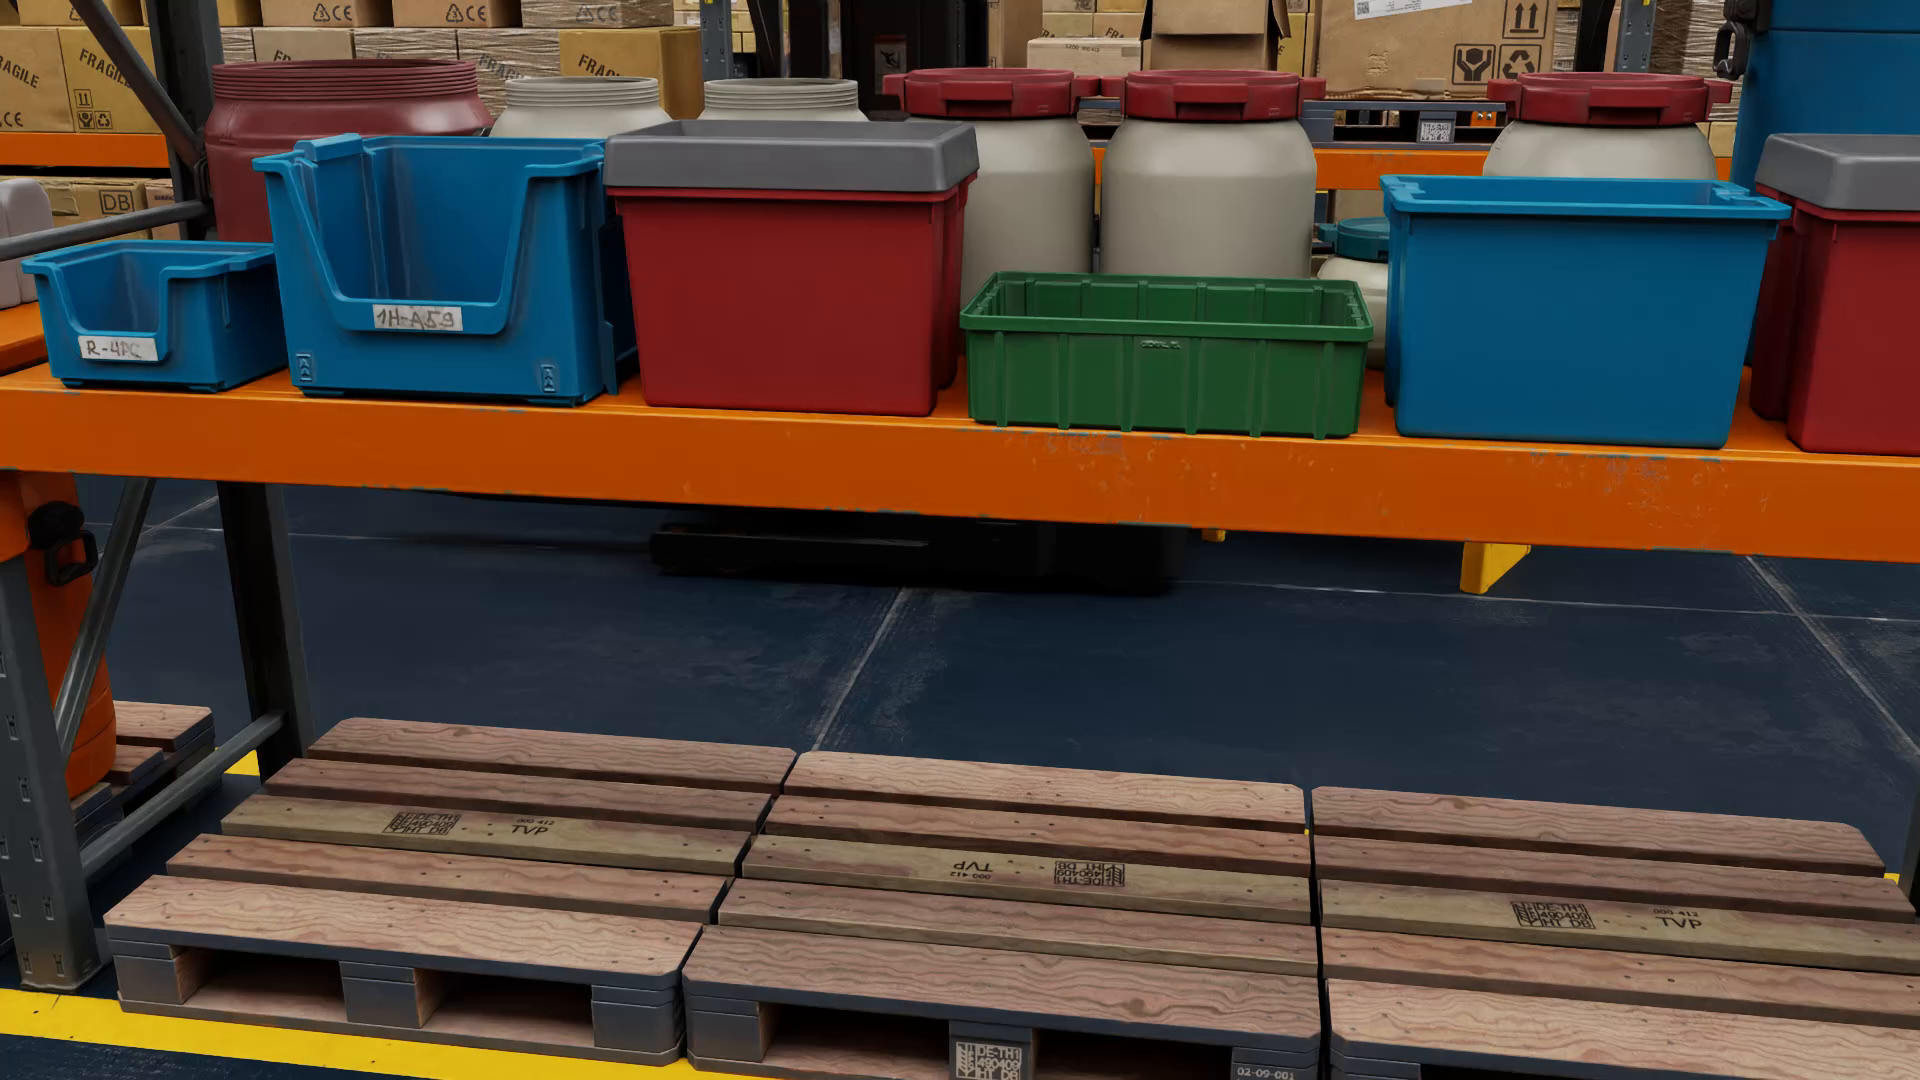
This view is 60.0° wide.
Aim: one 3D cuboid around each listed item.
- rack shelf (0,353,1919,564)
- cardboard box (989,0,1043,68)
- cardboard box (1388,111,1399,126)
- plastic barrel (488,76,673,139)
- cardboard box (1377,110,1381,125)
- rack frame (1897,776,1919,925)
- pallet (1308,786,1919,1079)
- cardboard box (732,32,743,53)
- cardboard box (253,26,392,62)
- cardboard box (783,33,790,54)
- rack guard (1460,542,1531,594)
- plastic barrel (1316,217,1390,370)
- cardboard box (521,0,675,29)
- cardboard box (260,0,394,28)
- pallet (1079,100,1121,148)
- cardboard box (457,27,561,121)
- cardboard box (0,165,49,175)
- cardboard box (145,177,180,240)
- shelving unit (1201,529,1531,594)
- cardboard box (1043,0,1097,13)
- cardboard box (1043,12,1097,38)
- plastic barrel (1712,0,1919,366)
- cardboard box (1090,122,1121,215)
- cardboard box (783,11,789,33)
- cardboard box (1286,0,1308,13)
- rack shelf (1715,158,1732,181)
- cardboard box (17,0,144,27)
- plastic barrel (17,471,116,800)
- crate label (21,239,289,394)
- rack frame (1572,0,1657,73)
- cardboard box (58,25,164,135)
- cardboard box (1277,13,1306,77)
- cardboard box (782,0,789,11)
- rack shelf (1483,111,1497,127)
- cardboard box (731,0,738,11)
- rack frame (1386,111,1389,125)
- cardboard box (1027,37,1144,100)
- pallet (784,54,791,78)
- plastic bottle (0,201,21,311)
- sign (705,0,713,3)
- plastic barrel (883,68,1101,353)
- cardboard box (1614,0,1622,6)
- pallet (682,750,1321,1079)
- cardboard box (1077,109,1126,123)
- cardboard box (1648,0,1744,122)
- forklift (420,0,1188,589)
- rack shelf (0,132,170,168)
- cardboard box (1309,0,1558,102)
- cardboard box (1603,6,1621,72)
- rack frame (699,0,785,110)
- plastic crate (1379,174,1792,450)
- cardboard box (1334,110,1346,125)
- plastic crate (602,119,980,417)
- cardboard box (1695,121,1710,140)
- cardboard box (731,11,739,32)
[{"bbox_3d":[0.149,-0.191,3.282,4.000,0.370,1.077,3,19,9],"label":"rack shelf"},{"bbox_3d":[0.066,-2.420,7.989,0.500,0.500,0.700,6,19,17],"label":"cardboard box"},{"bbox_3d":[4.228,-3.703,15.389,0.500,0.500,0.500,3,19,9],"label":"cardboard box"},{"bbox_3d":[-0.776,-0.701,3.496,0.421,0.512,0.421,0,18,0],"label":"plastic barrel"},{"bbox_3d":[5.776,-5.578,21.917,0.500,0.250,0.500,3,19,9],"label":"cardboard box"},{"bbox_3d":[2.123,-0.432,2.867,0.127,3.000,1.000,3,19,9],"label":"rack frame"},{"bbox_3d":[1.342,0.863,3.391,1.213,0.211,1.003,3,19,9],"label":"pallet"},{"bbox_3d":[-1.724,-3.747,12.509,0.250,0.149,0.380,2,19,6],"label":"cardboard box"},{"bbox_3d":[-3.074,-2.258,8.165,0.500,0.500,0.500,3,19,10],"label":"cardboard box"},{"bbox_3d":[-1.213,-3.720,12.429,0.250,0.149,0.380,3,19,10],"label":"cardboard box"},{"bbox_3d":[1.930,-0.013,5.947,0.087,0.250,0.587,12,22,32],"label":"rack guard"},{"bbox_3d":[0.841,-0.481,3.231,0.301,0.262,0.301,0,18,0],"label":"plastic barrel"},{"bbox_3d":[-1.760,-2.750,8.056,0.637,0.503,0.797,4,19,11],"label":"cardboard box"},{"bbox_3d":[-3.066,-2.815,8.251,0.637,0.503,0.797,4,19,10],"label":"cardboard box"},{"bbox_3d":[0.921,-2.007,7.877,1.213,0.211,1.003,3,19,9],"label":"pallet"},{"bbox_3d":[-2.058,-2.207,8.013,0.500,0.500,0.500,3,19,8],"label":"cardboard box"},{"bbox_3d":[-5.629,-1.636,9.152,0.875,0.875,0.875,3,19,9],"label":"cardboard box"},{"bbox_3d":[-3.472,-1.507,8.767,0.875,0.875,1.225,2,19,7],"label":"cardboard box"},{"bbox_3d":[1.519,-0.695,6.016,1.083,1.500,0.587,12,22,32],"label":"shelving unit"},{"bbox_3d":[0.787,-4.205,12.409,0.500,0.500,0.700,3,19,8],"label":"cardboard box"},{"bbox_3d":[0.749,-3.649,12.325,0.500,0.500,0.500,3,19,8],"label":"cardboard box"},{"bbox_3d":[1.790,-0.784,3.129,0.708,0.901,0.600,3,19,9],"label":"plastic barrel"},{"bbox_3d":[1.297,-2.764,12.721,0.750,0.750,1.050,3,19,9],"label":"cardboard box"},{"bbox_3d":[-1.238,-3.862,12.385,0.250,0.149,0.380,3,19,10],"label":"cardboard box"},{"bbox_3d":[2.297,-4.128,12.180,0.500,0.500,0.700,3,19,9],"label":"cardboard box"},{"bbox_3d":[4.884,-1.542,7.318,4.000,0.370,1.077,3,19,9],"label":"rack shelf"},{"bbox_3d":[-4.358,-2.880,8.444,0.637,0.503,0.797,2,19,7],"label":"cardboard box"},{"bbox_3d":[-2.312,0.177,3.804,0.708,0.830,0.600,3,19,9],"label":"plastic barrel"},{"bbox_3d":[-1.469,-0.415,3.081,0.416,0.233,0.303,3,19,9],"label":"crate label"},{"bbox_3d":[2.909,-1.984,7.504,0.127,3.000,1.000,3,19,9],"label":"rack frame"},{"bbox_3d":[-4.079,-2.307,8.314,0.500,0.500,0.500,3,19,9],"label":"cardboard box"},{"bbox_3d":[2.240,-3.573,12.098,0.500,0.500,0.500,3,19,9],"label":"cardboard box"},{"bbox_3d":[-1.217,-4.003,12.337,0.250,0.149,0.380,4,19,10],"label":"cardboard box"},{"bbox_3d":[5.770,-3.091,11.947,4.000,0.370,1.077,3,19,9],"label":"rack shelf"},{"bbox_3d":[-1.718,-4.030,12.416,0.250,0.149,0.380,3,19,9],"label":"cardboard box"},{"bbox_3d":[4.481,-5.088,16.783,0.127,3.000,1.000,3,19,9],"label":"rack frame"},{"bbox_3d":[0.578,-2.157,7.596,0.500,0.250,0.500,2,19,7],"label":"cardboard box"},{"bbox_3d":[-0.874,-3.645,12.773,1.003,0.211,1.213,3,19,9],"label":"pallet"},{"bbox_3d":[-2.226,-0.650,3.713,0.135,0.276,0.152,3,19,9],"label":"plastic bottle"},{"bbox_3d":[-1.125,-2.560,7.402,0.005,0.325,0.100,3,19,9],"label":"sign"},{"bbox_3d":[0.062,-0.672,3.370,0.433,0.535,0.433,0,18,0],"label":"plastic barrel"},{"bbox_3d":[4.716,-4.095,11.877,0.550,0.550,0.875,3,19,9],"label":"cardboard box"},{"bbox_3d":[0.134,0.802,3.572,1.213,0.211,1.003,3,19,9],"label":"pallet"},{"bbox_3d":[1.929,-5.882,22.237,0.625,0.625,0.875,4,19,10],"label":"cardboard box"},{"bbox_3d":[3.343,-2.130,7.316,0.500,0.500,0.875,3,19,9],"label":"cardboard box"},{"bbox_3d":[-0.655,-1.423,5.938,3.031,2.935,1.130,3,19,9],"label":"forklift"},{"bbox_3d":[-3.015,-1.944,8.521,4.000,0.370,1.077,3,19,9],"label":"rack shelf"},{"bbox_3d":[2.147,-2.551,7.593,1.000,1.000,1.000,3,19,9],"label":"cardboard box"},{"bbox_3d":[4.708,-3.568,12.004,0.550,0.550,0.875,3,19,9],"label":"cardboard box"},{"bbox_3d":[-1.040,-2.185,8.106,0.127,3.000,1.000,3,19,9],"label":"rack frame"},{"bbox_3d":[0.985,-0.382,2.744,0.575,0.384,0.392,3,19,9],"label":"plastic crate"},{"bbox_3d":[4.748,-5.739,21.810,0.625,0.625,0.875,4,19,11],"label":"cardboard box"},{"bbox_3d":[-0.279,-0.486,2.929,0.583,0.464,0.402,3,19,9],"label":"plastic crate"},{"bbox_3d":[3.074,-1.759,7.230,0.250,0.149,0.380,3,19,9],"label":"cardboard box"},{"bbox_3d":[-1.730,-3.888,12.462,0.250,0.149,0.380,3,19,8],"label":"cardboard box"}]
